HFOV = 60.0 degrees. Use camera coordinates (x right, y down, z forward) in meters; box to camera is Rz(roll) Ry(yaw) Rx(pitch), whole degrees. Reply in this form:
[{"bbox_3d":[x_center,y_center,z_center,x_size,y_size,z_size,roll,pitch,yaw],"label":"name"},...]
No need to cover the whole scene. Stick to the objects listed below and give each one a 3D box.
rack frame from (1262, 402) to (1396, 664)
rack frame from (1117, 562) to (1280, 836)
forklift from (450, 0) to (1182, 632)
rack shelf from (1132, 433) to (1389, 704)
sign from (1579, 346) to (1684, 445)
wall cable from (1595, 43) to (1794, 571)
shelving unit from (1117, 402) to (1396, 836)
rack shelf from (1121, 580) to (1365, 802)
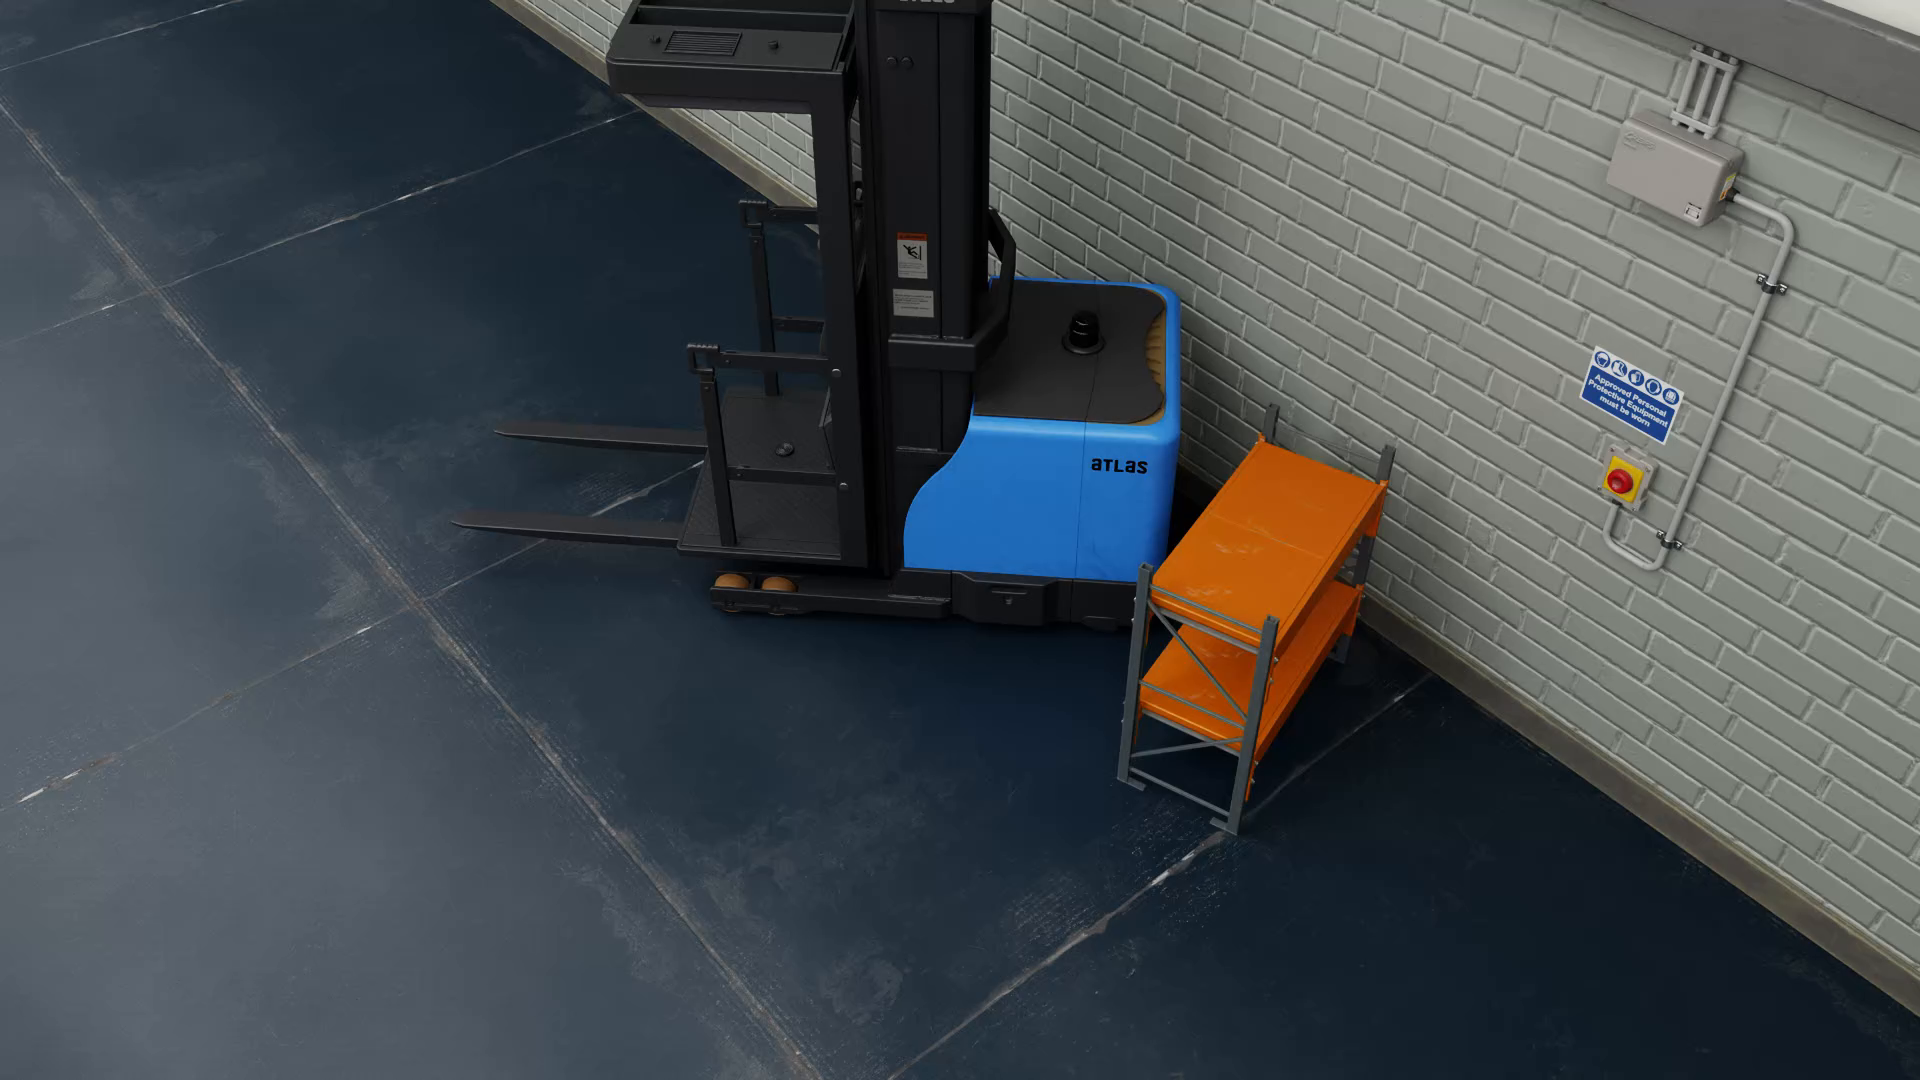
[{"bbox_3d":[1.360,-0.005,6.488,0.500,1.125,0.032,23,48,23],"label":"rack frame"},{"bbox_3d":[0.817,0.583,5.861,0.500,1.125,0.032,23,48,23],"label":"rack frame"},{"bbox_3d":[-0.628,-1.110,6.344,3.031,2.935,1.130,4,43,4],"label":"forklift"},{"bbox_3d":[1.089,0.076,5.974,0.538,0.278,1.000,23,48,23],"label":"rack shelf"},{"bbox_3d":[2.183,-0.472,5.418,0.001,0.218,0.327,-30,51,-28],"label":"sign"},{"bbox_3d":[2.167,-0.703,5.096,0.123,1.953,0.585,-30,51,-28],"label":"wall cable"},{"bbox_3d":[1.089,0.289,6.174,0.538,1.125,1.048,23,48,23],"label":"shelving unit"},{"bbox_3d":[1.089,0.467,6.342,0.538,0.278,1.000,23,48,23],"label":"rack shelf"}]
